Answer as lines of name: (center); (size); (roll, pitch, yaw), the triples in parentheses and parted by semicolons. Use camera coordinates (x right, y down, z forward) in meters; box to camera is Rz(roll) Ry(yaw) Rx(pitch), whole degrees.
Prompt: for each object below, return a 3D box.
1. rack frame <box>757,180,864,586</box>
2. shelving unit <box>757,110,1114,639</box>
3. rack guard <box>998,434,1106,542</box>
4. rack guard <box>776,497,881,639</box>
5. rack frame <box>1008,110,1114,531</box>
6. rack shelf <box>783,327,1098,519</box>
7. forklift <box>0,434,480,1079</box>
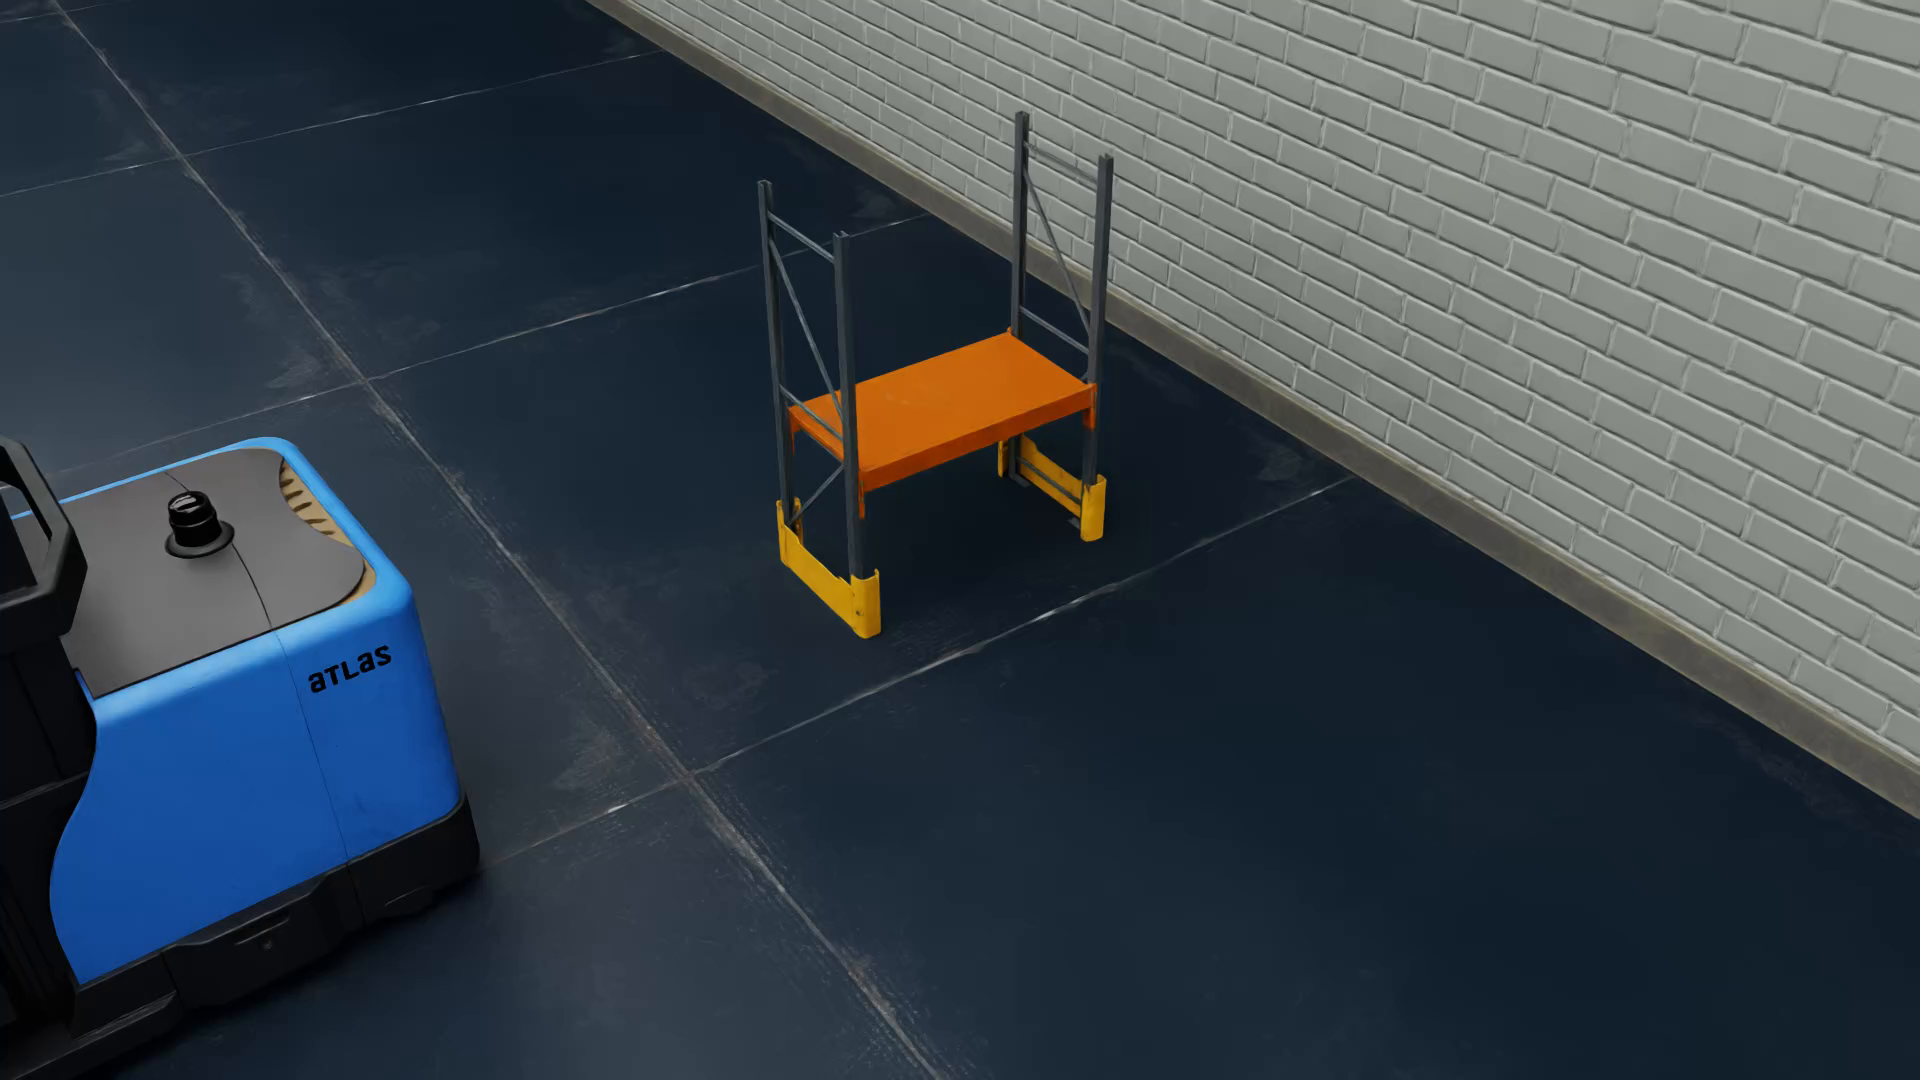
rack frame: (-0.485, -0.409, 5.534); (0.032, 1.500, 0.500); (-22, 41, -28)
shelving unit: (-0.062, -0.583, 5.776); (1.083, 1.500, 0.587); (-22, 41, -28)
rack guard: (0.345, -0.243, 6.374); (0.087, 0.250, 0.587); (-22, 41, -28)
rack guard: (-0.469, 0.092, 5.908); (0.087, 0.250, 0.587); (-22, 41, -28)
rack frame: (0.346, -0.751, 6.010); (0.032, 1.500, 0.500); (-22, 41, -28)
rack shelf: (-0.070, -0.434, 5.877); (1.000, 0.185, 0.538); (-22, 41, -28)
forklift: (-2.876, 0.104, 3.595); (3.031, 2.935, 1.130); (-24, 42, -30)
